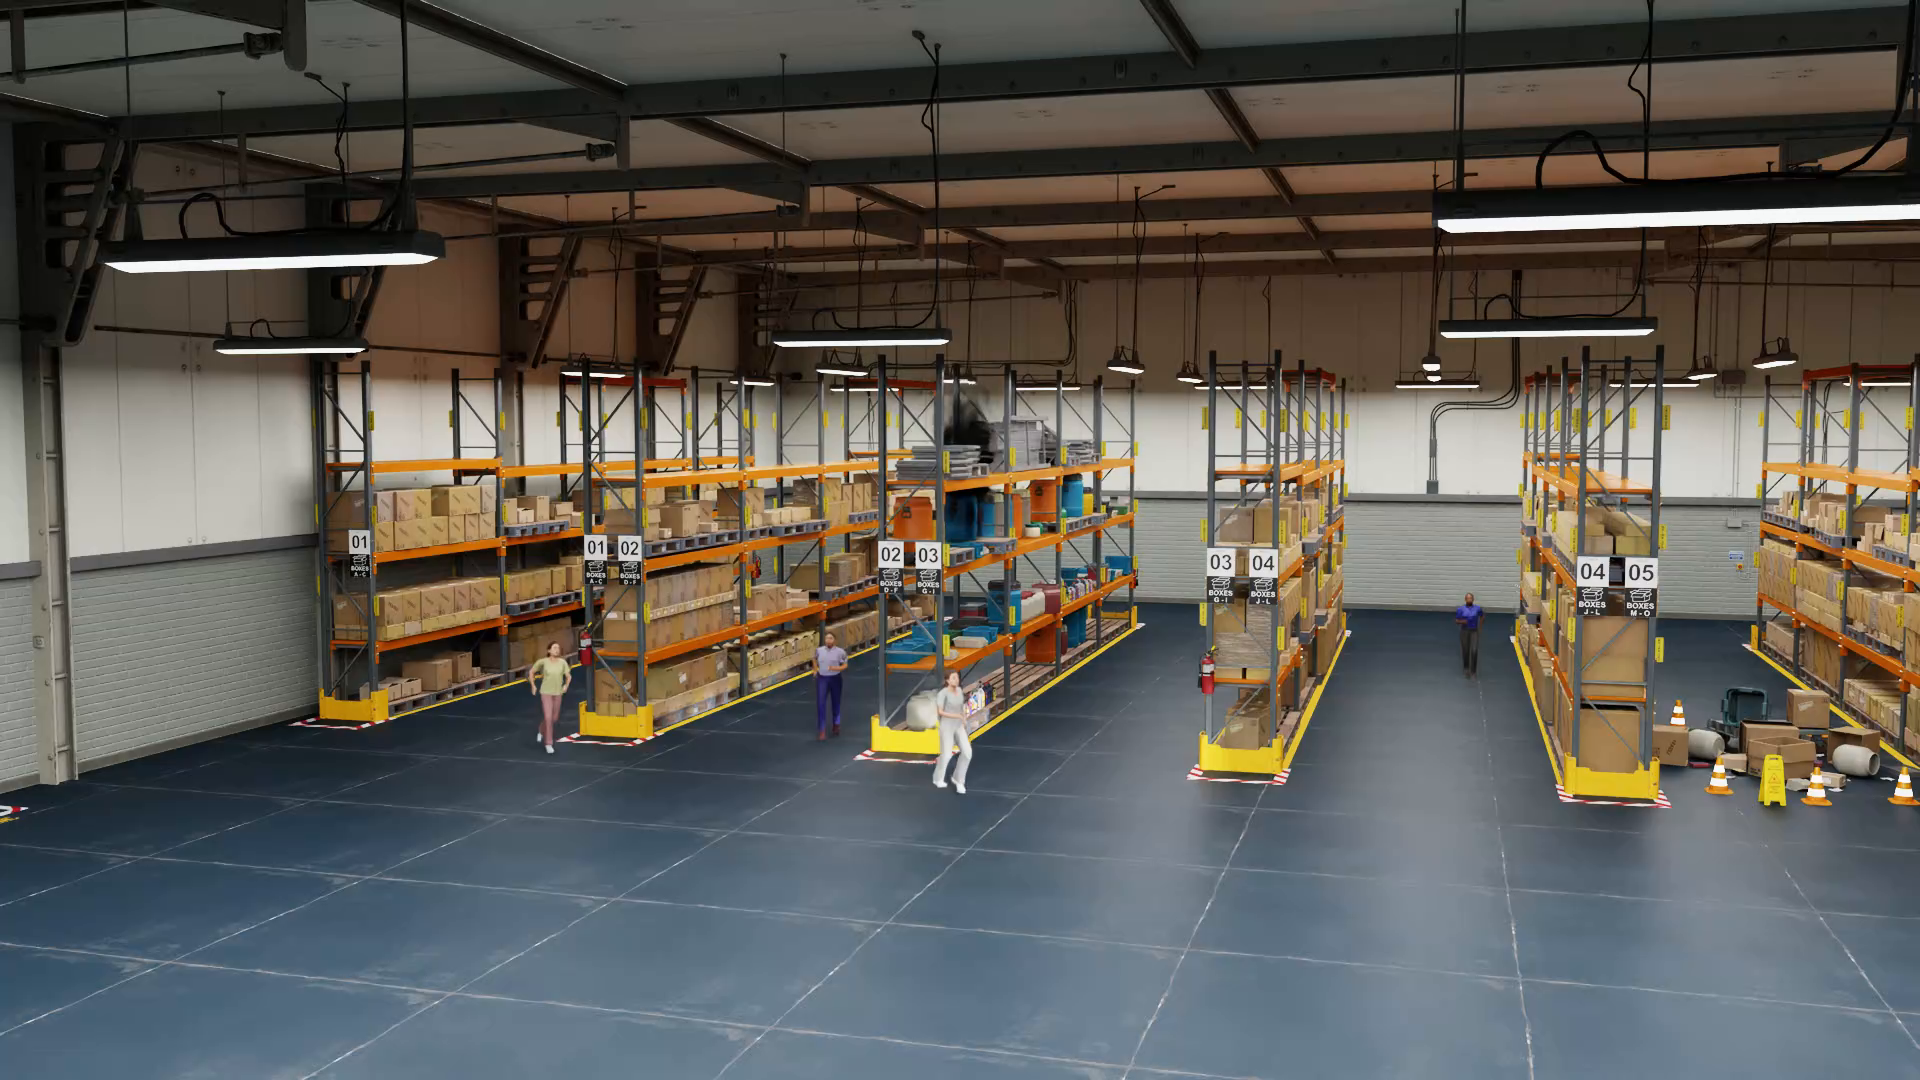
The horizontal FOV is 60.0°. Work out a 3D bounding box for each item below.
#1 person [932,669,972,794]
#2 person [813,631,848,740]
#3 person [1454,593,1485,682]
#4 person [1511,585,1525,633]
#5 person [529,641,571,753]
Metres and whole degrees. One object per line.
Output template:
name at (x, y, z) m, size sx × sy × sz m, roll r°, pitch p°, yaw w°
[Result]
person at (-0.099, 2.582, 22.406) m, size 0.572 × 1.712 × 0.712 m, roll -3°, pitch 5°, yaw -38°
person at (-2.064, 2.301, 26.390) m, size 0.581 × 1.712 × 0.754 m, roll 0°, pitch 4°, yaw 0°
person at (9.892, 1.871, 32.311) m, size 0.564 × 1.716 × 0.794 m, roll 1°, pitch 4°, yaw 18°
person at (13.371, 1.373, 38.977) m, size 0.860 × 1.764 × 0.782 m, roll 1°, pitch 4°, yaw 20°
person at (-6.238, 2.376, 25.435) m, size 0.620 × 1.654 × 0.758 m, roll -2°, pitch 5°, yaw -28°
